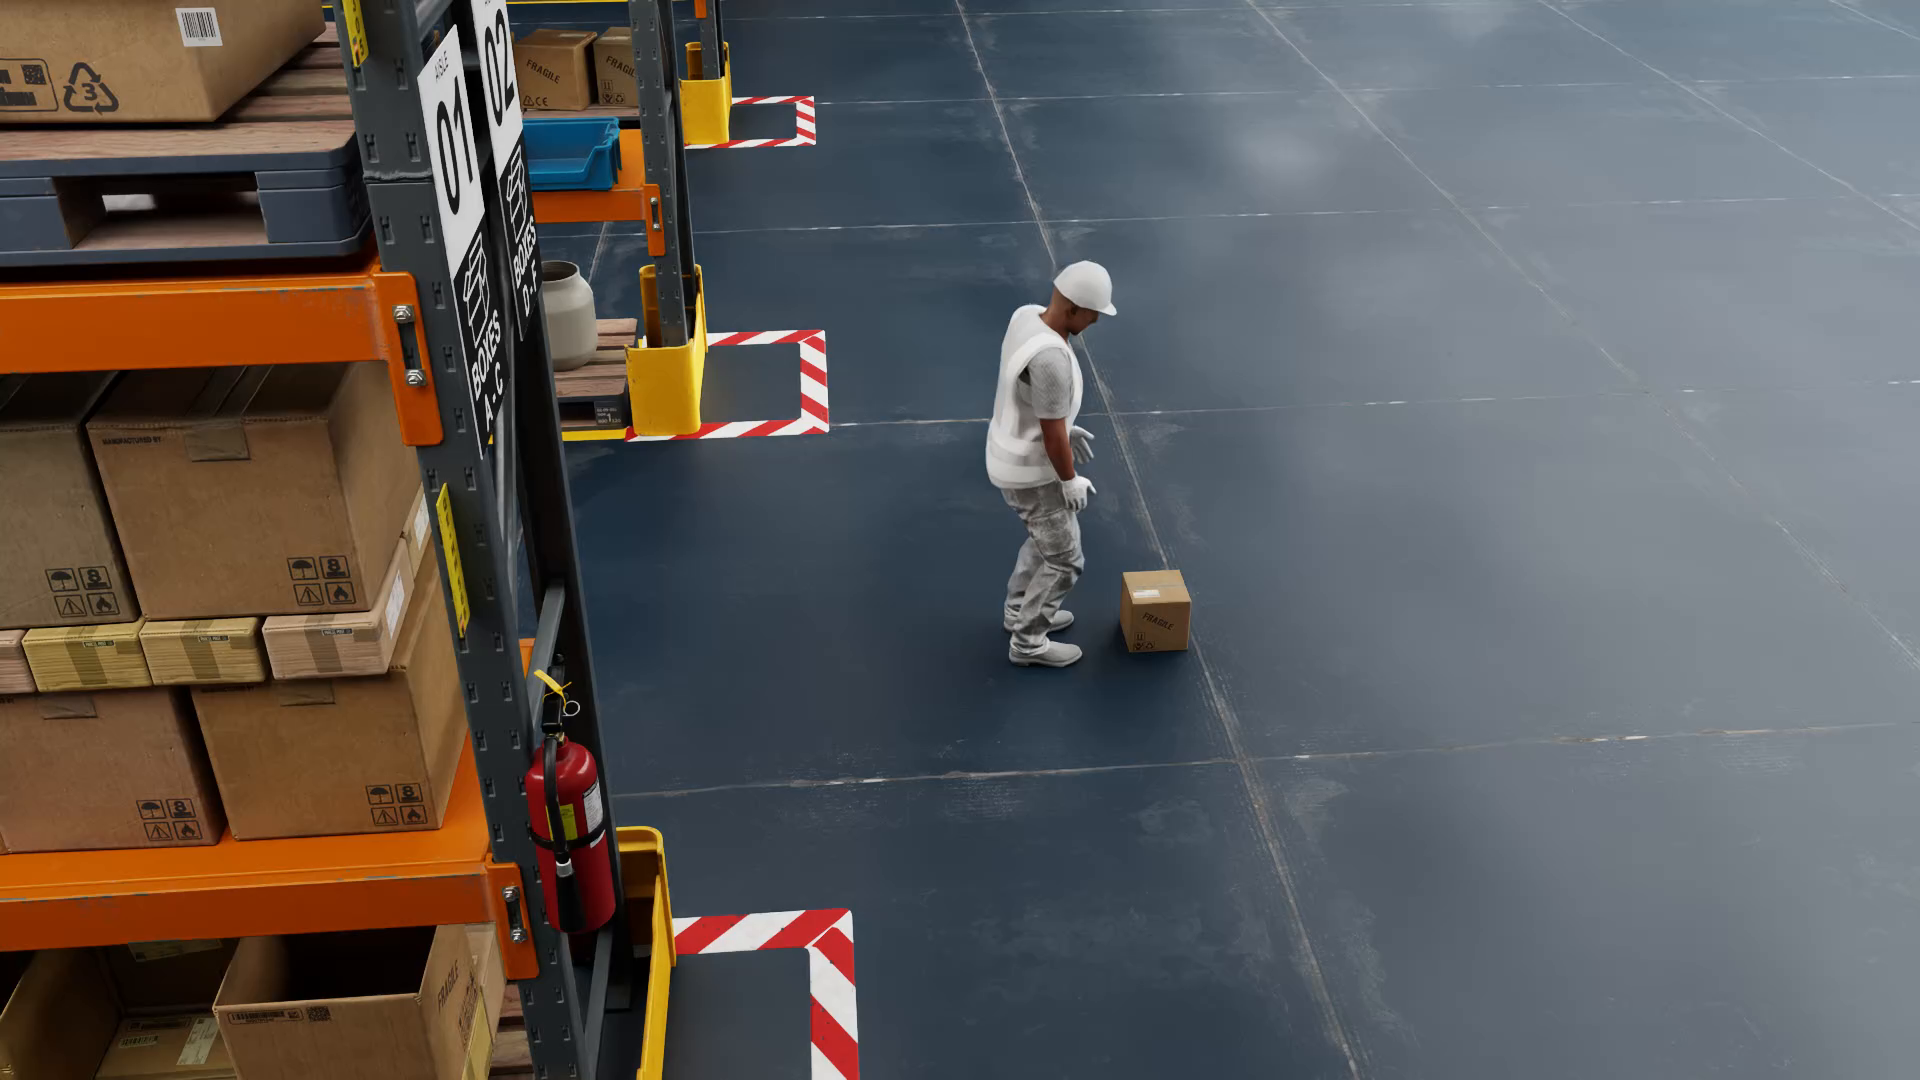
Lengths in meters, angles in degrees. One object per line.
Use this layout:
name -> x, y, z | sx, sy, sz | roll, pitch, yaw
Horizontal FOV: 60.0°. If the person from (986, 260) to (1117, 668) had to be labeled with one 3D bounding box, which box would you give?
person -> 0.353, -0.313, 6.713 | 0.497, 1.709, 0.580 | -1, 31, -2
